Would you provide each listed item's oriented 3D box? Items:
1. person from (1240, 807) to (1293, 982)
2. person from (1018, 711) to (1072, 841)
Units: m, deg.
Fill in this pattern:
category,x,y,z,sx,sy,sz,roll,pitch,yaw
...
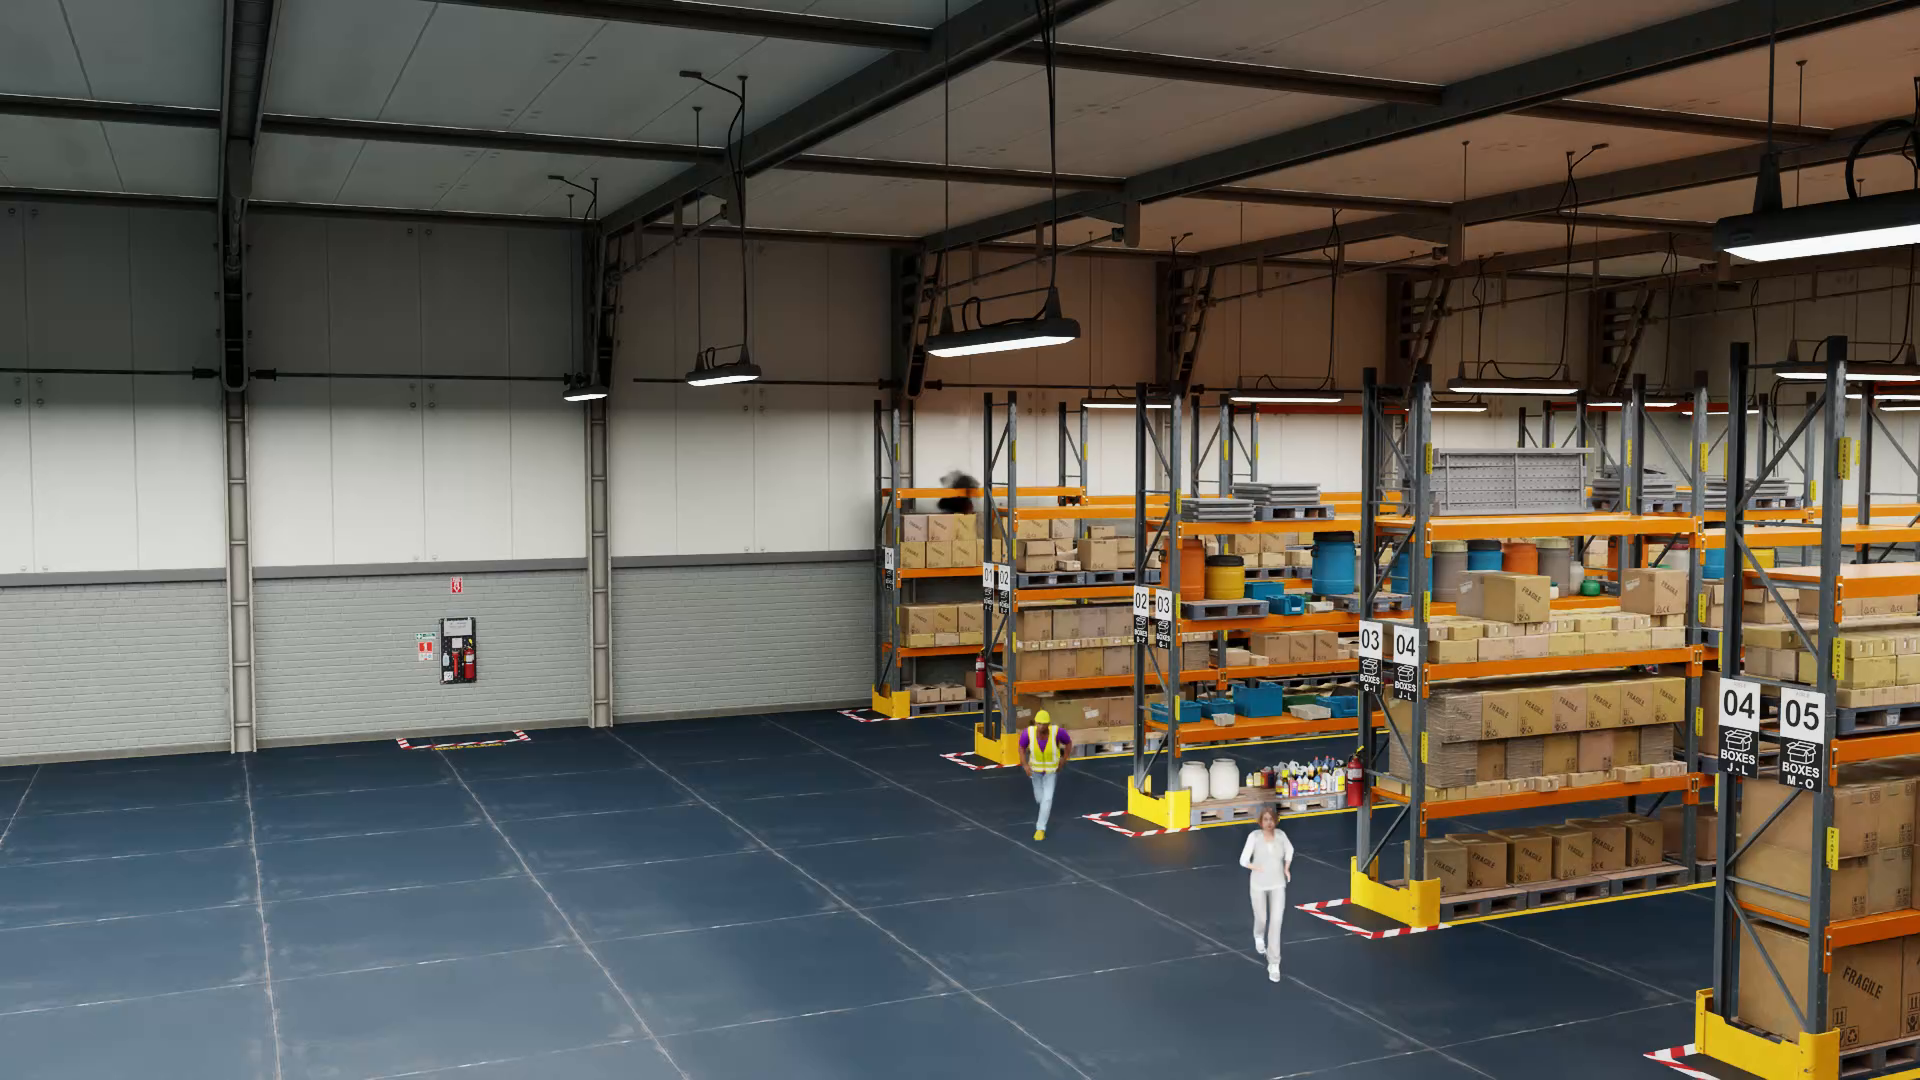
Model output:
category,x,y,z,sx,sy,sz,roll,pitch,yaw
person,3.004,3.399,16.257,0.539,1.596,0.878,0,3,4
person,1.130,3.058,22.006,0.712,1.711,0.999,0,3,5
